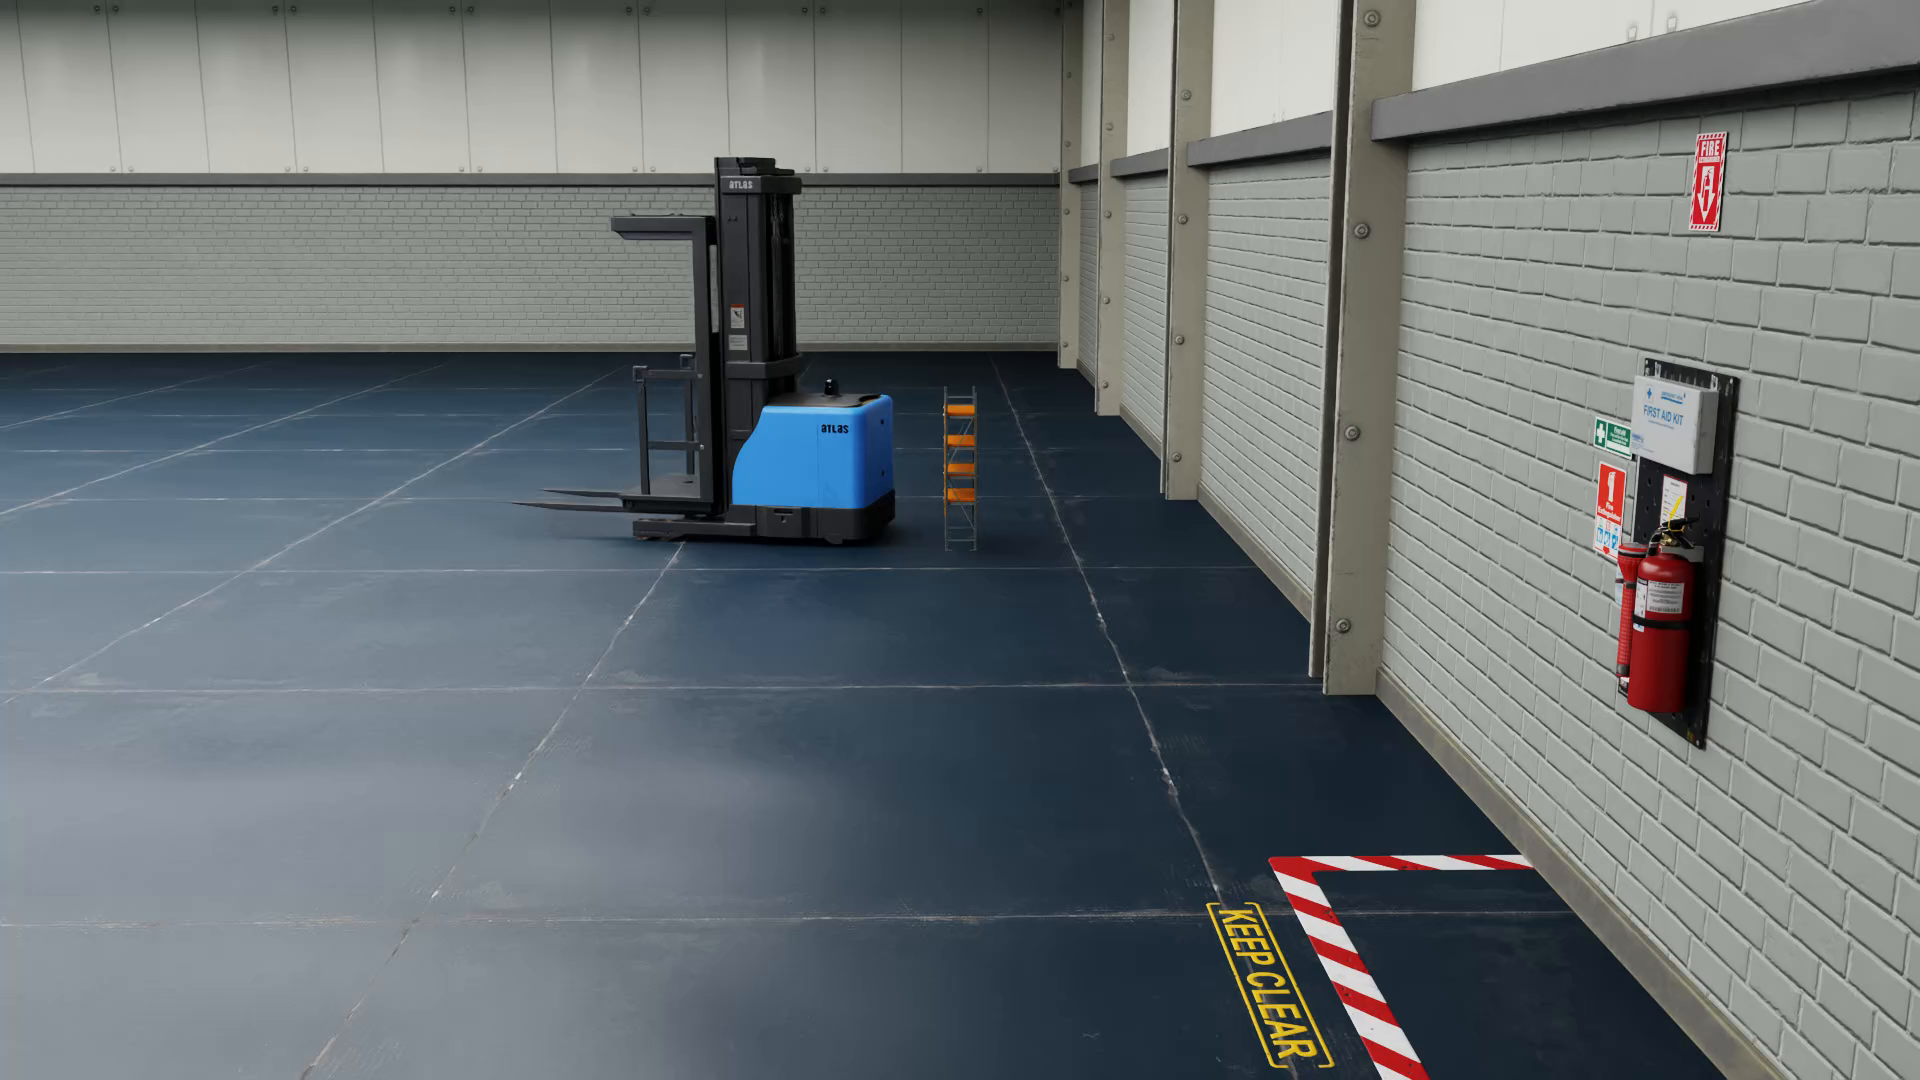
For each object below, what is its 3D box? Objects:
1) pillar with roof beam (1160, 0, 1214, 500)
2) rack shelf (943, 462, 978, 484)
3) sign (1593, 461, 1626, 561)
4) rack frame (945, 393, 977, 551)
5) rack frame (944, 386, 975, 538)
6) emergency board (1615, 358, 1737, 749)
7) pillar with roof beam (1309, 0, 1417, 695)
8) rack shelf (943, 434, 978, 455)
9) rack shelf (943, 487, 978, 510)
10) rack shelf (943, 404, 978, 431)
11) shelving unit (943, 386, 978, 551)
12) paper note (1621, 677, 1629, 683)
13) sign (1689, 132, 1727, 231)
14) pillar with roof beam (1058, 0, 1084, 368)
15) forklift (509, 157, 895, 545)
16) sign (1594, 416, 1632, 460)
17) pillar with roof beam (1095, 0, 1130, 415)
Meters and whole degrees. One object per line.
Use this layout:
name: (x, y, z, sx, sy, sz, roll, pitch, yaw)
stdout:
pillar with roof beam: (-2.312, -4.792, 14.048, 9.100, 9.000, 0.400, 0, 11, -1)
rack shelf: (0.003, -0.489, 12.791, 0.258, 0.148, 0.480, 0, 11, -1)
sign: (2.318, -0.104, 5.937, 0.001, 0.329, 0.234, 0, 11, -1)
rack frame: (0.008, -0.507, 12.539, 0.240, 1.200, 0.015, 0, 11, -1)
rack frame: (-0.002, -0.604, 13.017, 0.240, 1.200, 0.015, 0, 11, -1)
emergency board: (2.227, 0.024, 5.396, 0.194, 1.169, 0.643, 0, 11, -1)
pillar with roof beam: (-2.188, -3.600, 8.169, 9.100, 9.000, 0.400, 0, 11, -1)
rack shelf: (0.003, -0.708, 12.747, 0.258, 0.148, 0.480, 0, 11, -1)
rack shelf: (0.003, -0.295, 12.830, 0.258, 0.148, 0.480, 0, 11, -1)
rack shelf: (0.003, -0.940, 12.699, 0.258, 0.148, 0.480, 0, 11, -1)
shelving unit: (0.003, -0.555, 12.778, 0.258, 1.200, 0.503, 0, 11, -1)
paper note: (2.292, 0.420, 5.659, 0.016, 0.148, 0.142, 0, 11, -1)
sign: (2.326, -1.114, 5.176, 0.001, 0.298, 0.199, 0, 11, -1)
pillar with roof beam: (-2.560, -7.178, 25.806, 9.100, 9.000, 0.400, 0, 11, -1)
forklift: (-2.099, -1.527, 13.212, 3.031, 2.935, 1.130, 2, 12, 11)
sign: (2.310, -0.363, 5.879, 0.001, 0.109, 0.331, 0, 11, -1)
pillar with roof beam: (-2.436, -5.985, 19.927, 9.100, 9.000, 0.400, 0, 11, -1)
